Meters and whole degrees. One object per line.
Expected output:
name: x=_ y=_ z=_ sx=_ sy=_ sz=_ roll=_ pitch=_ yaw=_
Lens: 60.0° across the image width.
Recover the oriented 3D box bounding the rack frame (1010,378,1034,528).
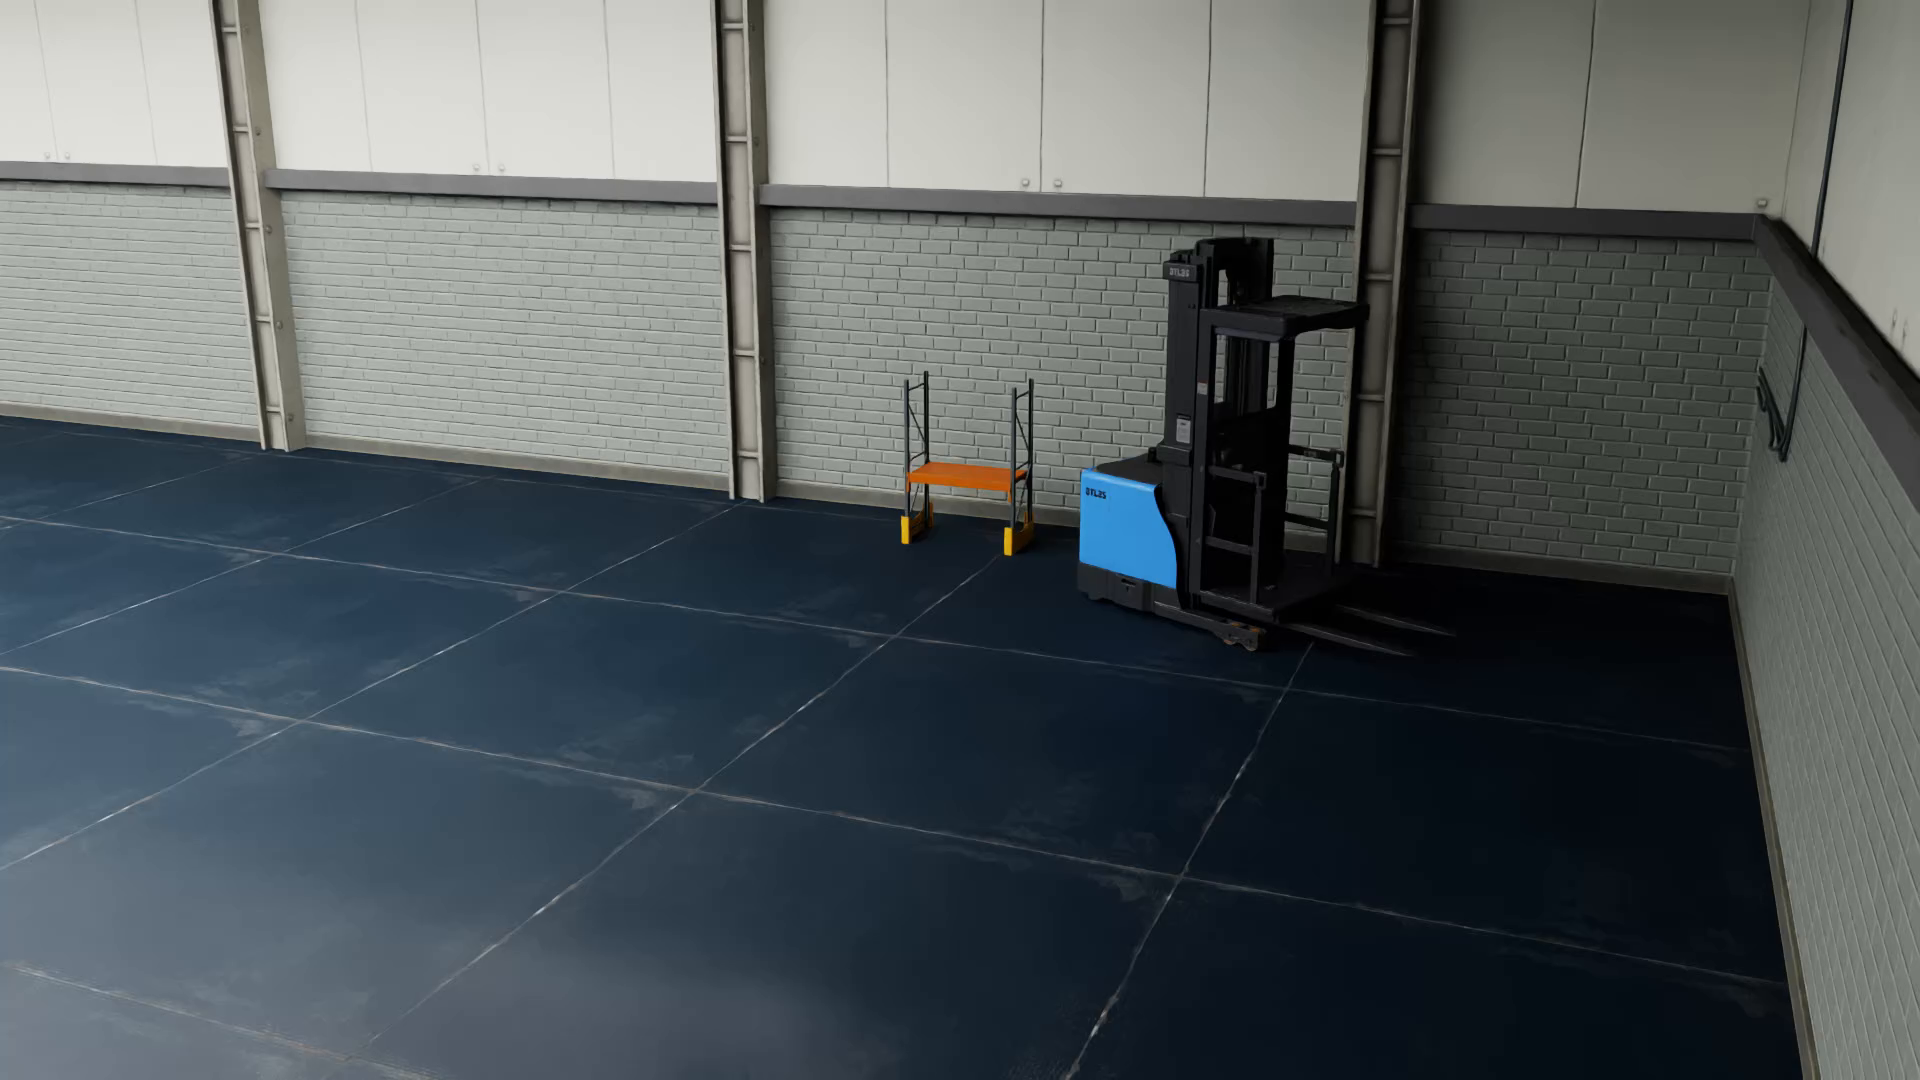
rack frame: x=0.552 y=-0.660 z=14.832 sx=0.032 sy=1.500 sz=0.500 roll=6 pitch=17 yaw=21

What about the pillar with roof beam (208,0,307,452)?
pillar with roof beam: x=-9.234 y=-4.251 z=13.754 sx=0.400 sy=9.000 sz=9.100 roll=6 pitch=17 yaw=21

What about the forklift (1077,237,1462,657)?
forklift: x=2.349 y=-0.743 z=12.552 sx=1.130 sy=2.935 sz=3.031 roll=-15 pitch=22 yaw=-42

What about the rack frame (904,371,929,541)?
rack frame: x=-0.394 y=-0.764 z=15.190 sx=0.032 sy=1.500 sz=0.500 roll=6 pitch=17 yaw=21

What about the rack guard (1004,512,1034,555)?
rack guard: x=0.534 y=-0.061 z=15.013 sx=0.087 sy=0.250 sz=0.587 roll=6 pitch=17 yaw=21

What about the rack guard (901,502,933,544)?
rack guard: x=-0.392 y=-0.163 z=15.364 sx=0.087 sy=0.250 sz=0.587 roll=6 pitch=17 yaw=21

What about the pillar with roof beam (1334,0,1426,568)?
pillar with roof beam: x=1.929 y=-3.024 z=9.526 sx=0.400 sy=9.000 sz=9.100 roll=6 pitch=17 yaw=21

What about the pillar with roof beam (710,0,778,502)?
pillar with roof beam: x=-3.652 y=-3.638 z=11.640 sx=0.400 sy=9.000 sz=9.100 roll=6 pitch=17 yaw=21

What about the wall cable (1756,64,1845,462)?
wall cable: x=5.764 y=-2.005 z=11.585 sx=0.112 sy=2.526 sz=3.097 roll=6 pitch=17 yaw=21

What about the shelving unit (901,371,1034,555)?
shelving unit: x=0.071 y=-0.712 z=15.014 sx=1.083 sy=1.500 sz=0.587 roll=6 pitch=17 yaw=21

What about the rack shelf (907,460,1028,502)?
rack shelf: x=0.079 y=-0.539 z=15.061 sx=1.000 sy=0.185 sz=0.538 roll=6 pitch=17 yaw=21

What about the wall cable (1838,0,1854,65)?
wall cable: x=4.771 y=-3.729 z=8.464 sx=0.112 sy=2.526 sz=3.097 roll=6 pitch=17 yaw=21
